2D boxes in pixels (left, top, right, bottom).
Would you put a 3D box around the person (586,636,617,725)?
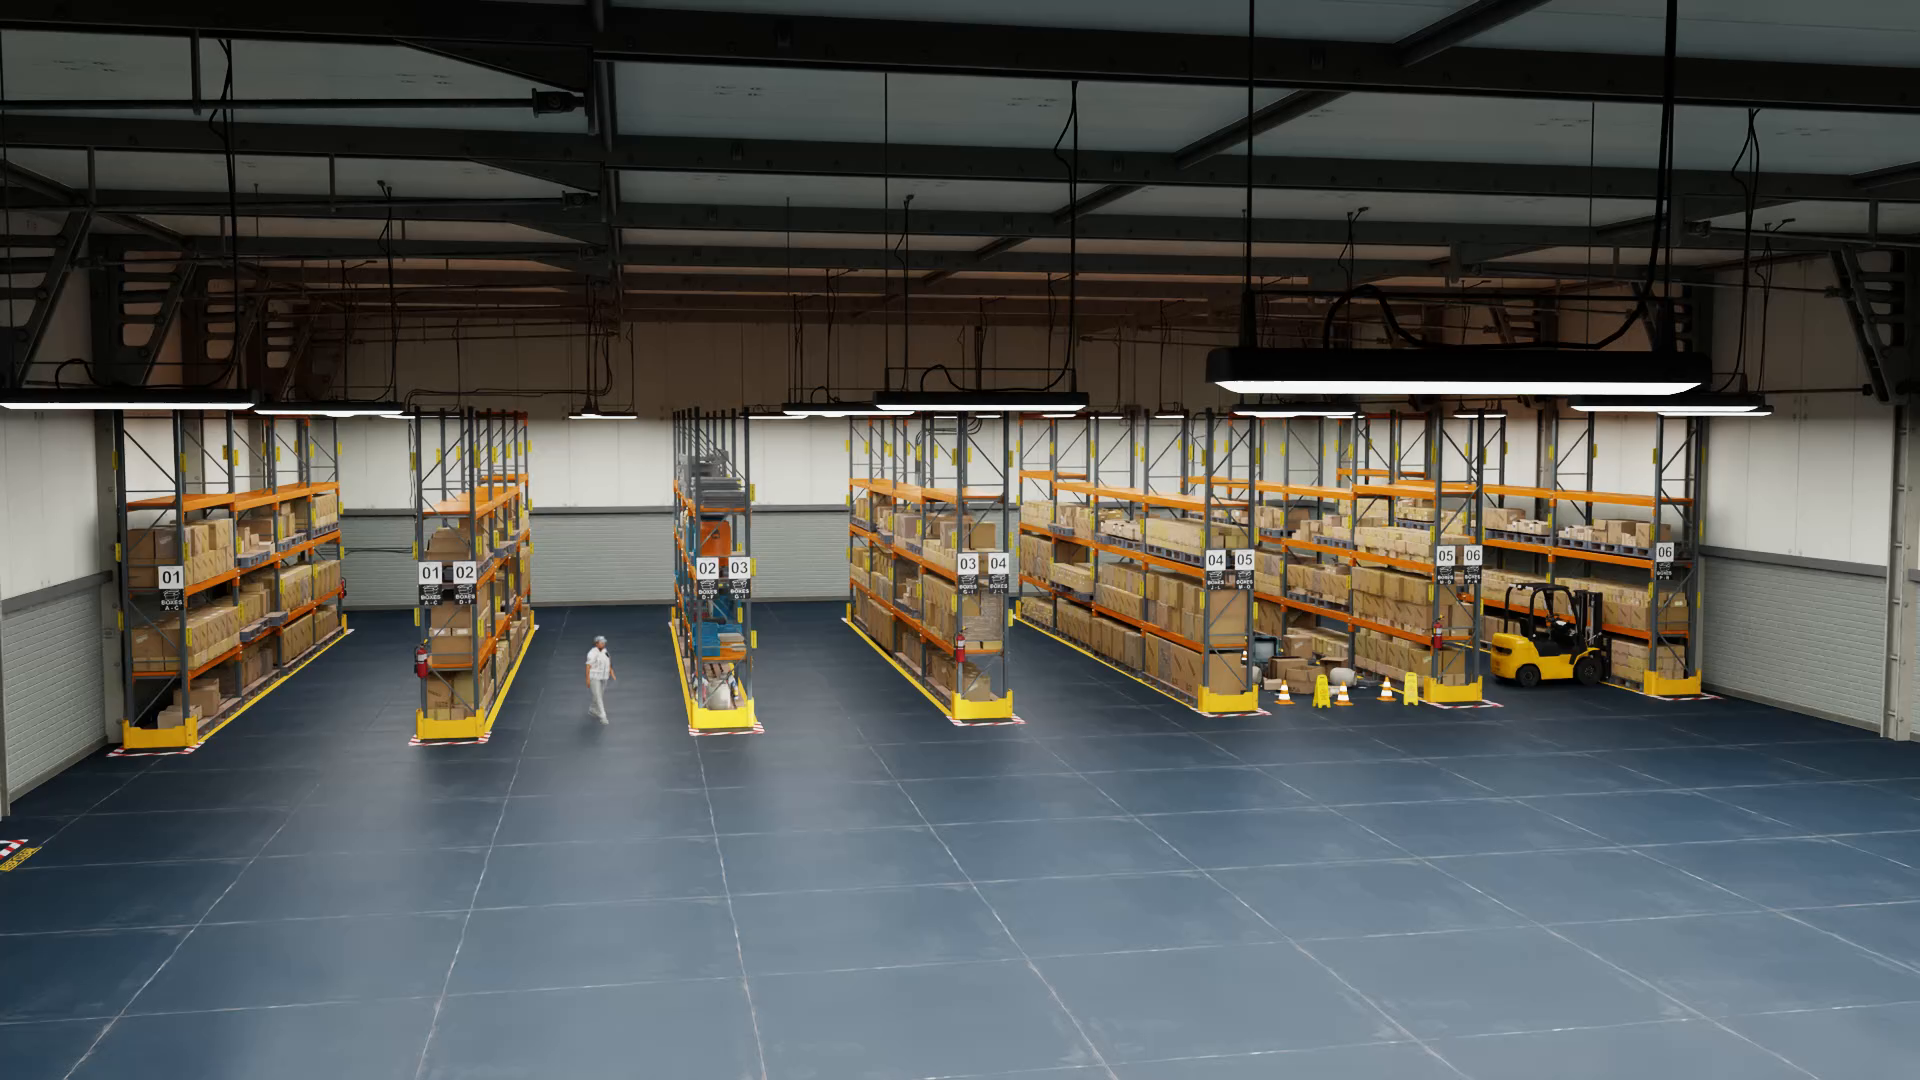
[{"bbox_3d":[-6.884,2.642,31.781,0.554,1.624,0.996,-4,6,-43],"label":"person"}]
